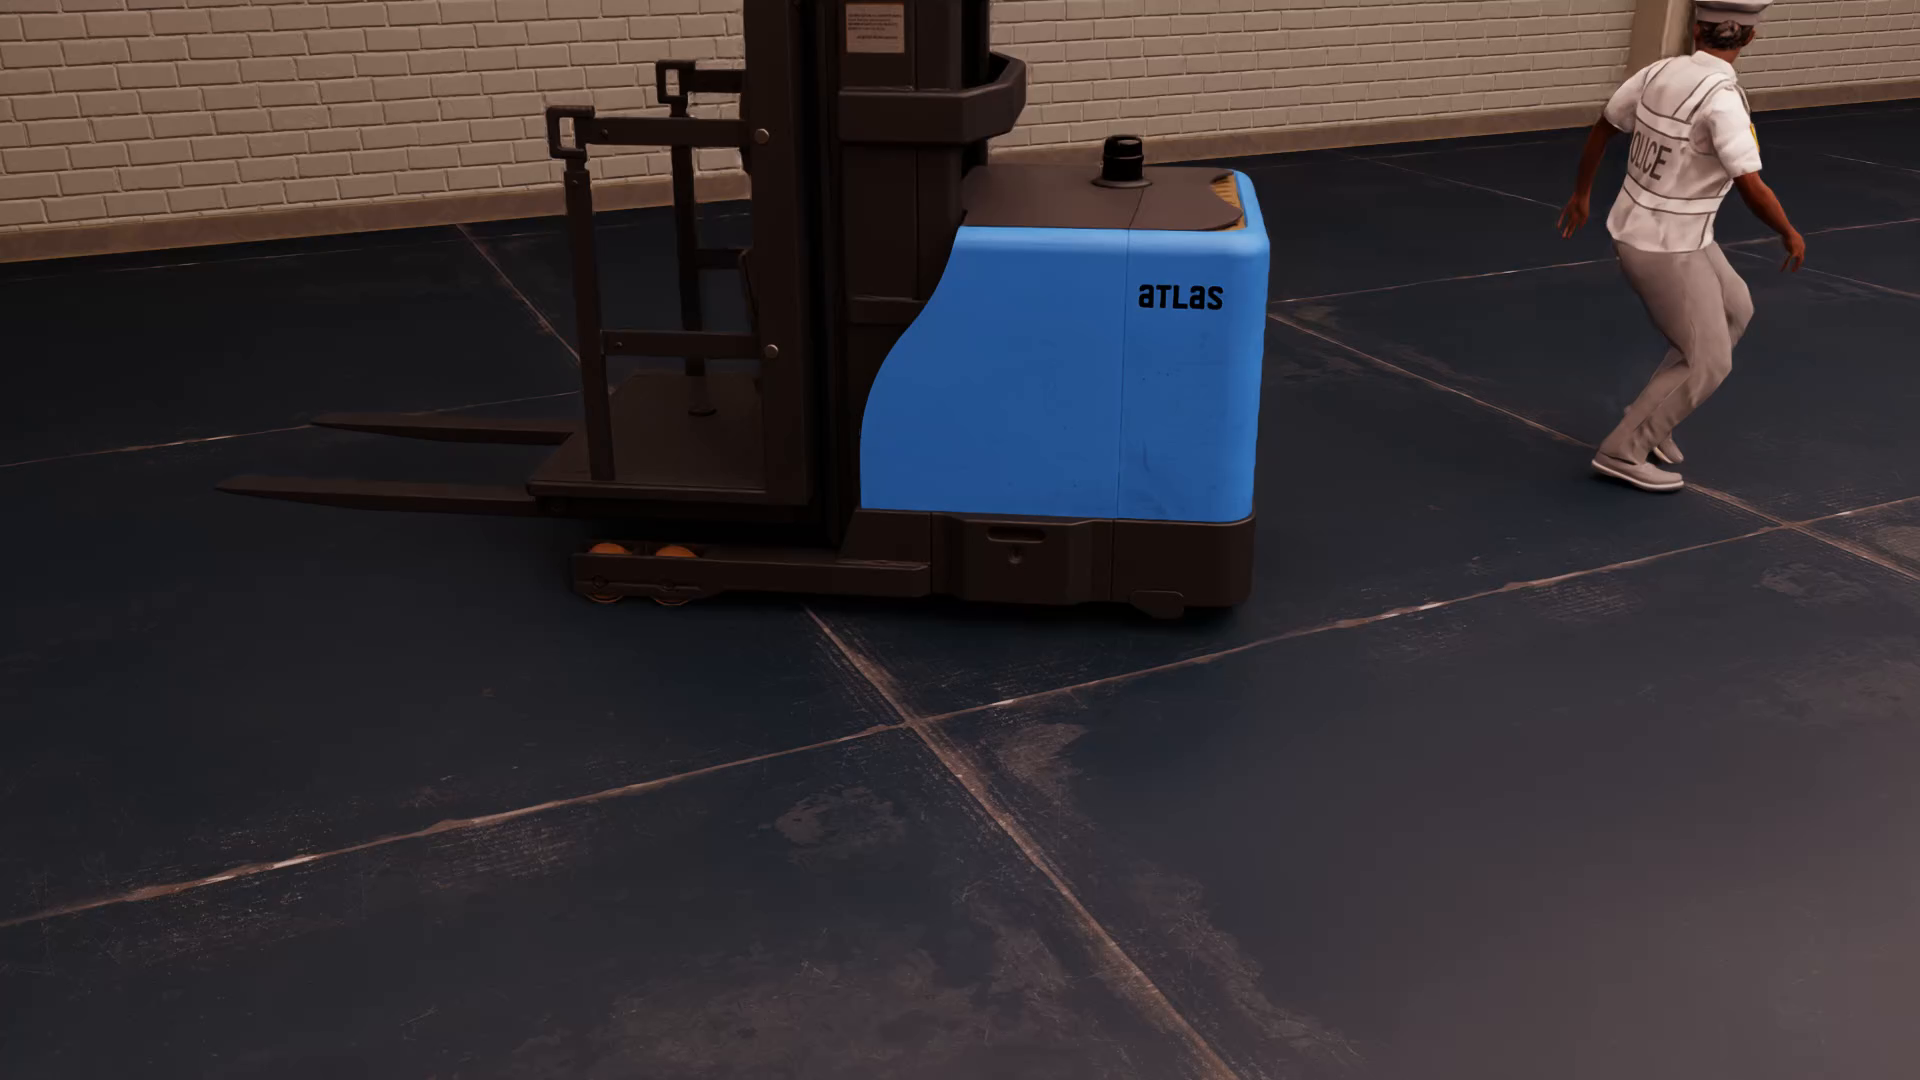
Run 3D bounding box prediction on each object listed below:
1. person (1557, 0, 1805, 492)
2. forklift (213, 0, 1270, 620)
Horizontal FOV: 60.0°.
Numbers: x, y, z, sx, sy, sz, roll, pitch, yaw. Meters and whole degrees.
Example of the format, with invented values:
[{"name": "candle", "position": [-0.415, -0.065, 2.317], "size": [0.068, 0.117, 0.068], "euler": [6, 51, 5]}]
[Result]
[{"name": "person", "position": [2.321, -0.946, 5.358], "size": [0.681, 1.613, 0.633], "euler": [4, 23, 9]}, {"name": "forklift", "position": [-0.663, -1.365, 4.573], "size": [3.031, 2.935, 1.130], "euler": [2, 23, 6]}]
